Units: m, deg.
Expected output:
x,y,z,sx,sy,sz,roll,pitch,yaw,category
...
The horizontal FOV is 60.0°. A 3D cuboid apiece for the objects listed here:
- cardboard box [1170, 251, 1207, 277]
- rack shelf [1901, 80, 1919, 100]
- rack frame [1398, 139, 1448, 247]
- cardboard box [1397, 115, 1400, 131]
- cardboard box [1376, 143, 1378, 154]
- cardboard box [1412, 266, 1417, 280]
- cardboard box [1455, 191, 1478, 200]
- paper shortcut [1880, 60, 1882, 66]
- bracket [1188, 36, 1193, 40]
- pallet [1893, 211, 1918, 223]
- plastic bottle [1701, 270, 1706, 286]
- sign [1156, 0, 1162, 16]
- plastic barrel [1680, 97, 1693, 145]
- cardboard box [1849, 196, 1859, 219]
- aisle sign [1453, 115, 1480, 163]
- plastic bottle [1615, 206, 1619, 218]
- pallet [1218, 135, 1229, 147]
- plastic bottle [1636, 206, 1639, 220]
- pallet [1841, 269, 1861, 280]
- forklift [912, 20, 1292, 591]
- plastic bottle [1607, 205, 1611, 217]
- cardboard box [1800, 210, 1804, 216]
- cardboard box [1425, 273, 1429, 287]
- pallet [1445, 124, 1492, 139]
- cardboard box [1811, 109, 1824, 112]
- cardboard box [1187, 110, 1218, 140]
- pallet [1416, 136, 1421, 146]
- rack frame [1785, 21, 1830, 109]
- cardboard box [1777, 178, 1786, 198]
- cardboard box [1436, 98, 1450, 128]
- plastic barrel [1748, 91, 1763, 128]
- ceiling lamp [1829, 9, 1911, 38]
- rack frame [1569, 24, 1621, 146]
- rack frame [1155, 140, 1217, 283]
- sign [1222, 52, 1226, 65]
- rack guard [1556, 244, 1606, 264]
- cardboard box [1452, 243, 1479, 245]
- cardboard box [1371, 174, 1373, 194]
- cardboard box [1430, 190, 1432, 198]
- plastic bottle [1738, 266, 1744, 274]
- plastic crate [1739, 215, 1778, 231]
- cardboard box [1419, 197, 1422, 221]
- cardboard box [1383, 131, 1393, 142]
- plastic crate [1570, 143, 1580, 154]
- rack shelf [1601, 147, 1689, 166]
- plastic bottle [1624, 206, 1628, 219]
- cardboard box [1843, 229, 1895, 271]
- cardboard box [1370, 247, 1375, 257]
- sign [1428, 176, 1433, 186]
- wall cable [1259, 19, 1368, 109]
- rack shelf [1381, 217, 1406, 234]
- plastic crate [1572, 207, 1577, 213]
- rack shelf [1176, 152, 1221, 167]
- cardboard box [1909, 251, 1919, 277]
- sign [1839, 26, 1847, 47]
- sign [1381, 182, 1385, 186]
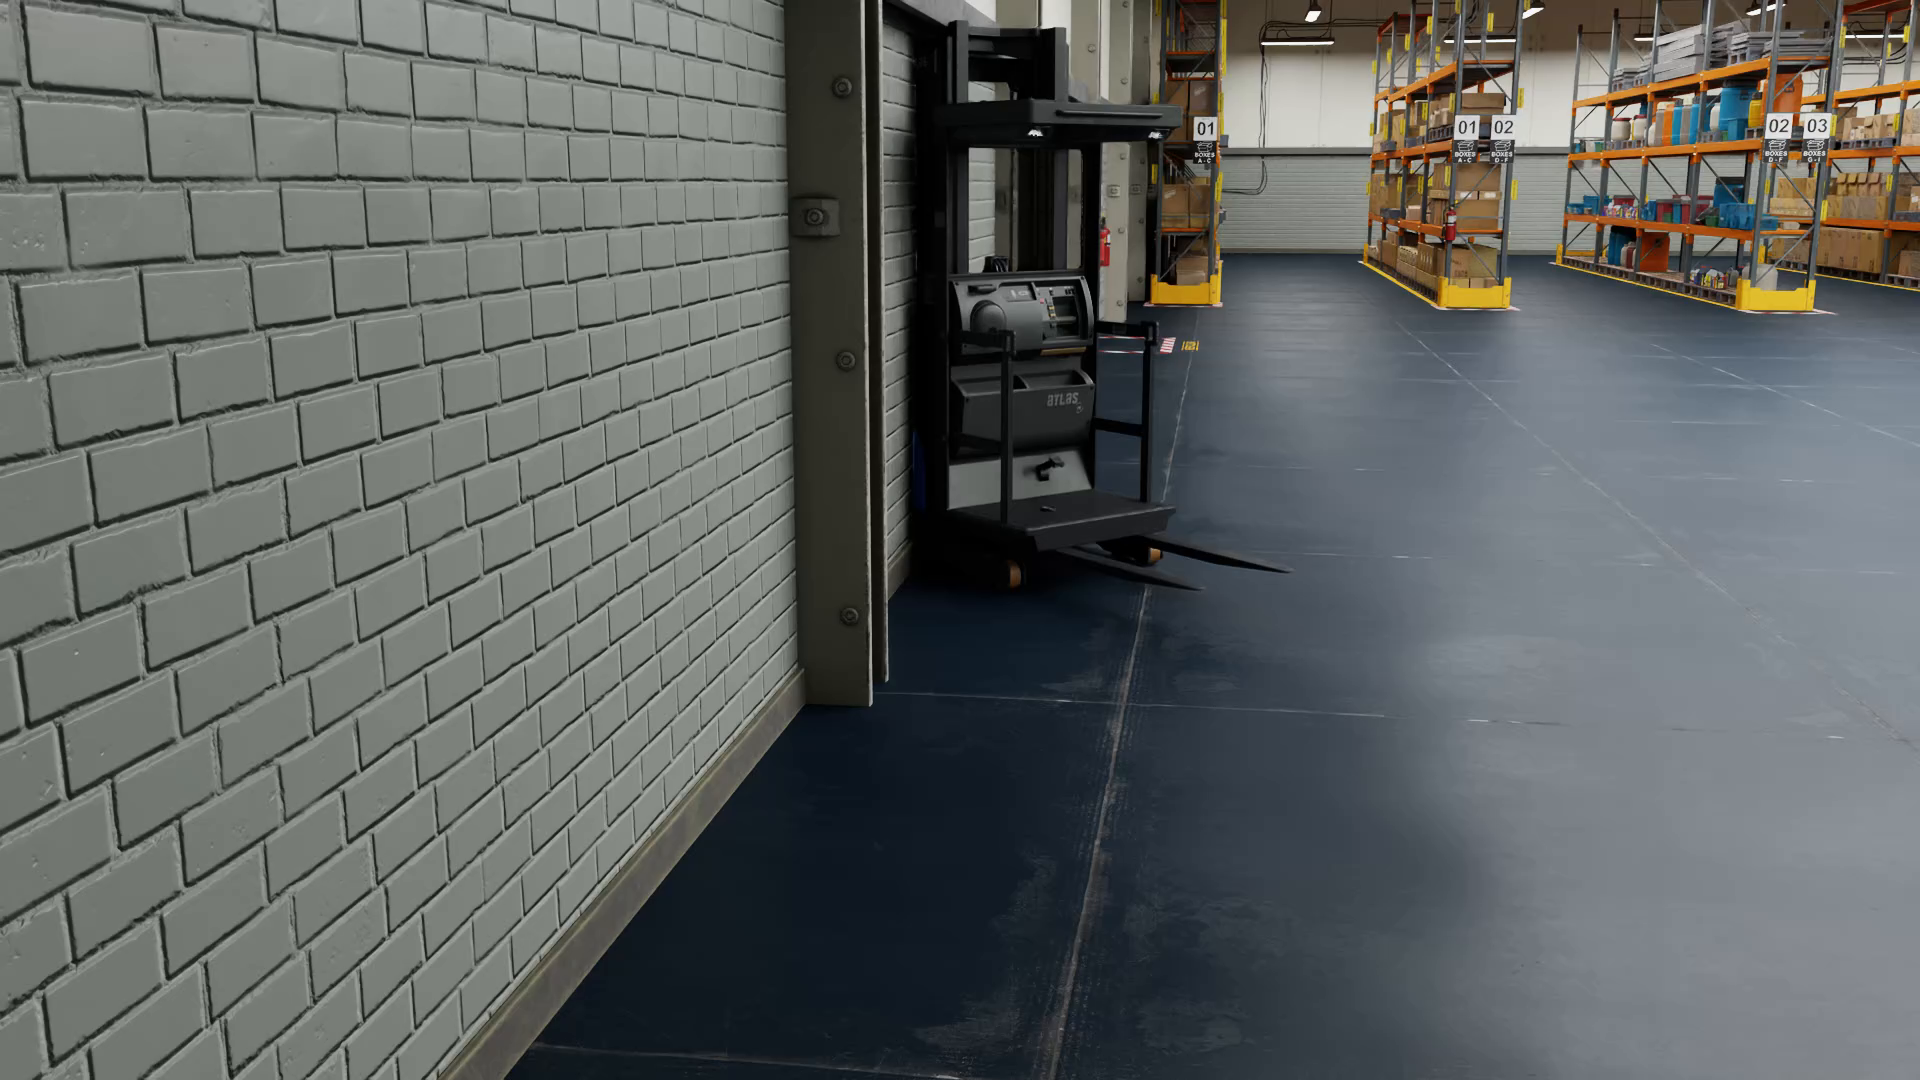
x,y,z,sx,sy,sz,roll,pitch,yaw,category
4.658,-5.631,33.892,0.700,0.500,0.500,2,12,11,cardboard box
19.552,-8.805,32.145,1.077,0.370,4.000,2,12,9,rack shelf
10.072,-7.157,36.084,1.000,3.000,0.127,2,12,9,rack frame
10.457,-9.517,38.442,0.600,0.600,0.600,2,12,8,cardboard box
10.807,-9.909,42.089,0.500,0.250,0.500,2,12,9,cardboard box
9.234,-5.281,32.910,0.500,0.250,0.500,2,12,8,cardboard box
8.712,-5.944,28.675,0.380,0.149,0.250,2,12,8,cardboard box
19.544,-10.128,35.299,0.009,0.170,0.078,12,-17,6,paper shortcut
6.747,-14.833,48.916,0.235,0.232,0.430,2,12,9,bracket
19.856,-6.590,33.907,1.213,0.211,1.003,2,12,9,pallet
13.721,-4.824,30.659,0.061,0.283,0.133,2,12,11,plastic bottle
3.401,-9.141,28.454,0.100,0.325,0.005,2,12,9,sign
14.315,-8.124,32.259,0.600,0.901,0.600,0,12,0,plastic barrel
19.929,-7.313,36.568,0.500,0.500,0.500,2,12,10,cardboard box
8.541,-6.759,28.063,0.394,0.787,0.004,2,12,9,aisle sign
14.955,-7.443,37.704,0.152,0.276,0.135,2,12,9,plastic bottle
4.762,-7.984,33.245,1.213,0.211,1.003,2,12,9,pallet
14.607,-7.037,35.803,0.061,0.283,0.133,2,12,9,plastic bottle
20.246,-5.887,36.810,1.003,0.211,1.213,2,12,9,pallet
0.481,-1.280,8.976,1.130,2.935,3.031,-9,15,-36,forklift
15.077,-7.608,38.469,0.152,0.276,0.135,2,12,9,plastic bottle
20.356,-7.834,39.819,0.380,0.149,0.250,2,12,10,cardboard box
8.851,-4.787,30.615,0.500,0.250,0.500,2,12,9,cardboard box
8.976,-7.061,28.729,1.003,0.211,1.213,2,12,9,pallet
20.770,-10.217,39.908,0.500,0.250,0.500,1,12,7,cardboard box
4.245,-7.238,29.054,0.500,0.500,0.500,2,12,10,cardboard box
9.887,-8.154,34.038,1.003,0.211,1.213,2,12,11,pallet
21.090,-11.433,41.686,1.000,3.000,0.127,2,12,9,rack frame
20.673,-8.744,41.318,0.500,0.500,0.500,2,12,7,cardboard box
9.079,-7.776,30.263,0.797,0.503,0.637,3,13,15,cardboard box
13.785,-7.336,28.348,0.600,0.588,0.600,0,12,0,plastic barrel
24.008,-14.763,43.283,2.000,3.185,0.800,2,12,9,ceiling lamp
16.196,-11.594,42.431,1.000,3.000,0.127,2,12,9,rack frame
3.946,-5.652,29.098,1.000,3.000,0.127,2,12,9,rack frame
6.330,-11.562,39.880,0.100,0.325,0.005,2,12,9,sign
16.187,-7.445,43.351,1.175,0.500,0.348,2,12,9,rack guard
9.513,-5.345,31.425,0.500,0.500,0.500,2,12,9,cardboard box
10.974,-9.276,43.306,0.500,0.500,0.500,2,12,10,cardboard box
9.224,-6.641,31.911,0.380,0.149,0.250,2,12,9,cardboard box
14.507,-4.900,30.854,0.144,0.351,0.185,1,12,6,plastic bottle
13.517,-5.372,28.152,0.499,0.251,0.616,2,12,9,plastic crate
9.830,-6.856,34.450,0.500,0.500,0.500,1,12,6,cardboard box
10.494,-9.737,40.105,0.500,0.250,0.500,2,12,9,cardboard box
15.862,-9.993,42.431,0.497,0.269,0.590,2,12,9,plastic crate
15.273,-8.527,37.027,1.077,0.370,4.000,2,12,9,rack shelf
14.782,-7.275,36.907,0.061,0.283,0.133,2,12,9,plastic bottle
20.131,-6.330,36.294,1.225,0.875,0.875,2,12,9,cardboard box
10.785,-7.381,42.606,0.500,0.250,0.500,2,12,9,cardboard box
11.236,-8.539,39.746,0.100,0.325,0.005,2,12,9,sign
10.303,-13.944,48.718,3.097,2.526,0.112,2,12,9,wall cable
10.380,-7.222,38.092,1.077,0.370,4.000,2,12,9,rack shelf
15.597,-8.316,41.943,0.250,0.136,0.298,2,12,9,plastic crate
5.484,-8.848,38.517,1.077,0.370,4.000,2,12,9,rack shelf
19.704,-5.573,33.620,0.700,0.500,0.500,1,12,4,cardboard box
14.278,-8.142,26.911,0.100,0.325,0.005,2,12,9,sign
10.150,-8.429,39.931,0.100,0.325,0.005,2,12,9,sign
